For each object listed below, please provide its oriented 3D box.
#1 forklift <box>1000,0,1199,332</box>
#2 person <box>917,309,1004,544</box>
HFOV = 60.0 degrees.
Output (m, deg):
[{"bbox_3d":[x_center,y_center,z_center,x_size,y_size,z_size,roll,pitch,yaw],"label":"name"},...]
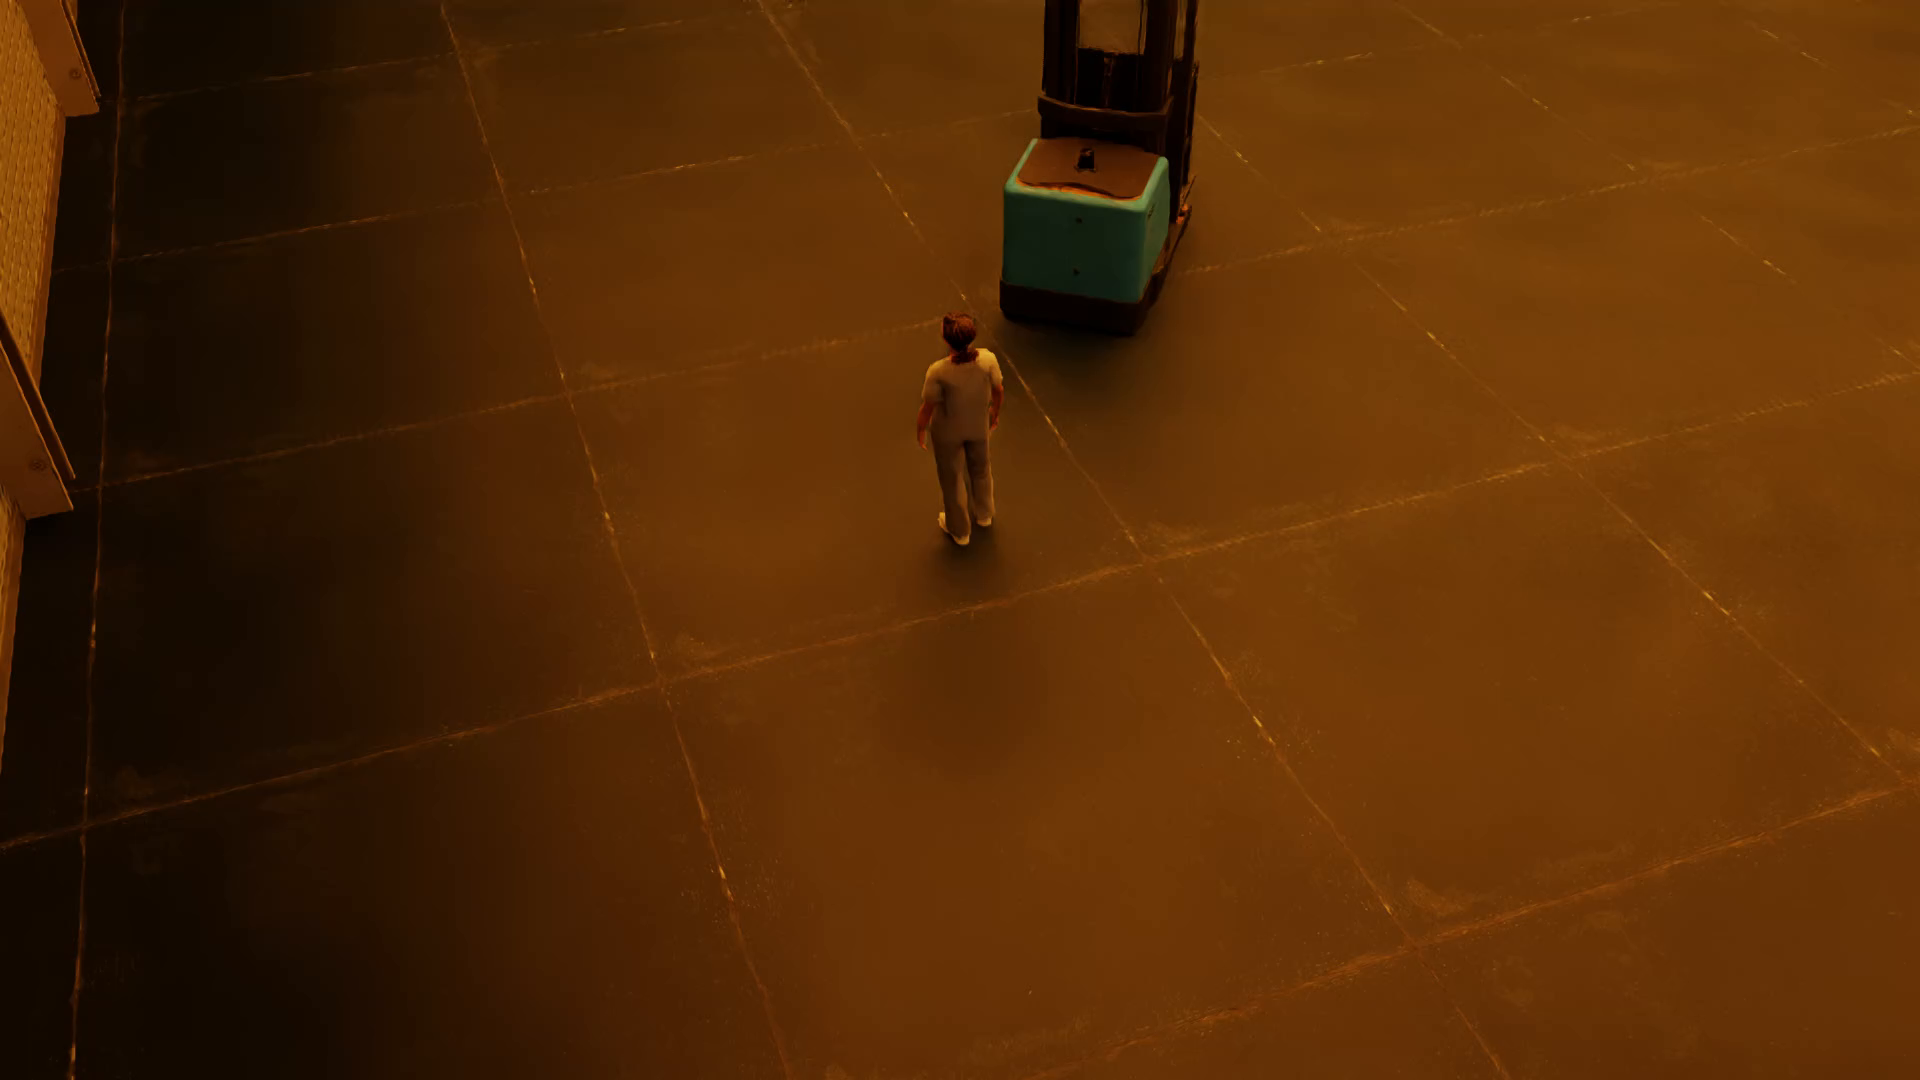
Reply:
[{"bbox_3d":[1.214,-3.576,12.255,1.130,2.935,3.031,11,41,13],"label":"forklift"},{"bbox_3d":[-0.013,-0.695,9.789,0.550,1.674,0.548,-13,42,-15],"label":"person"}]
